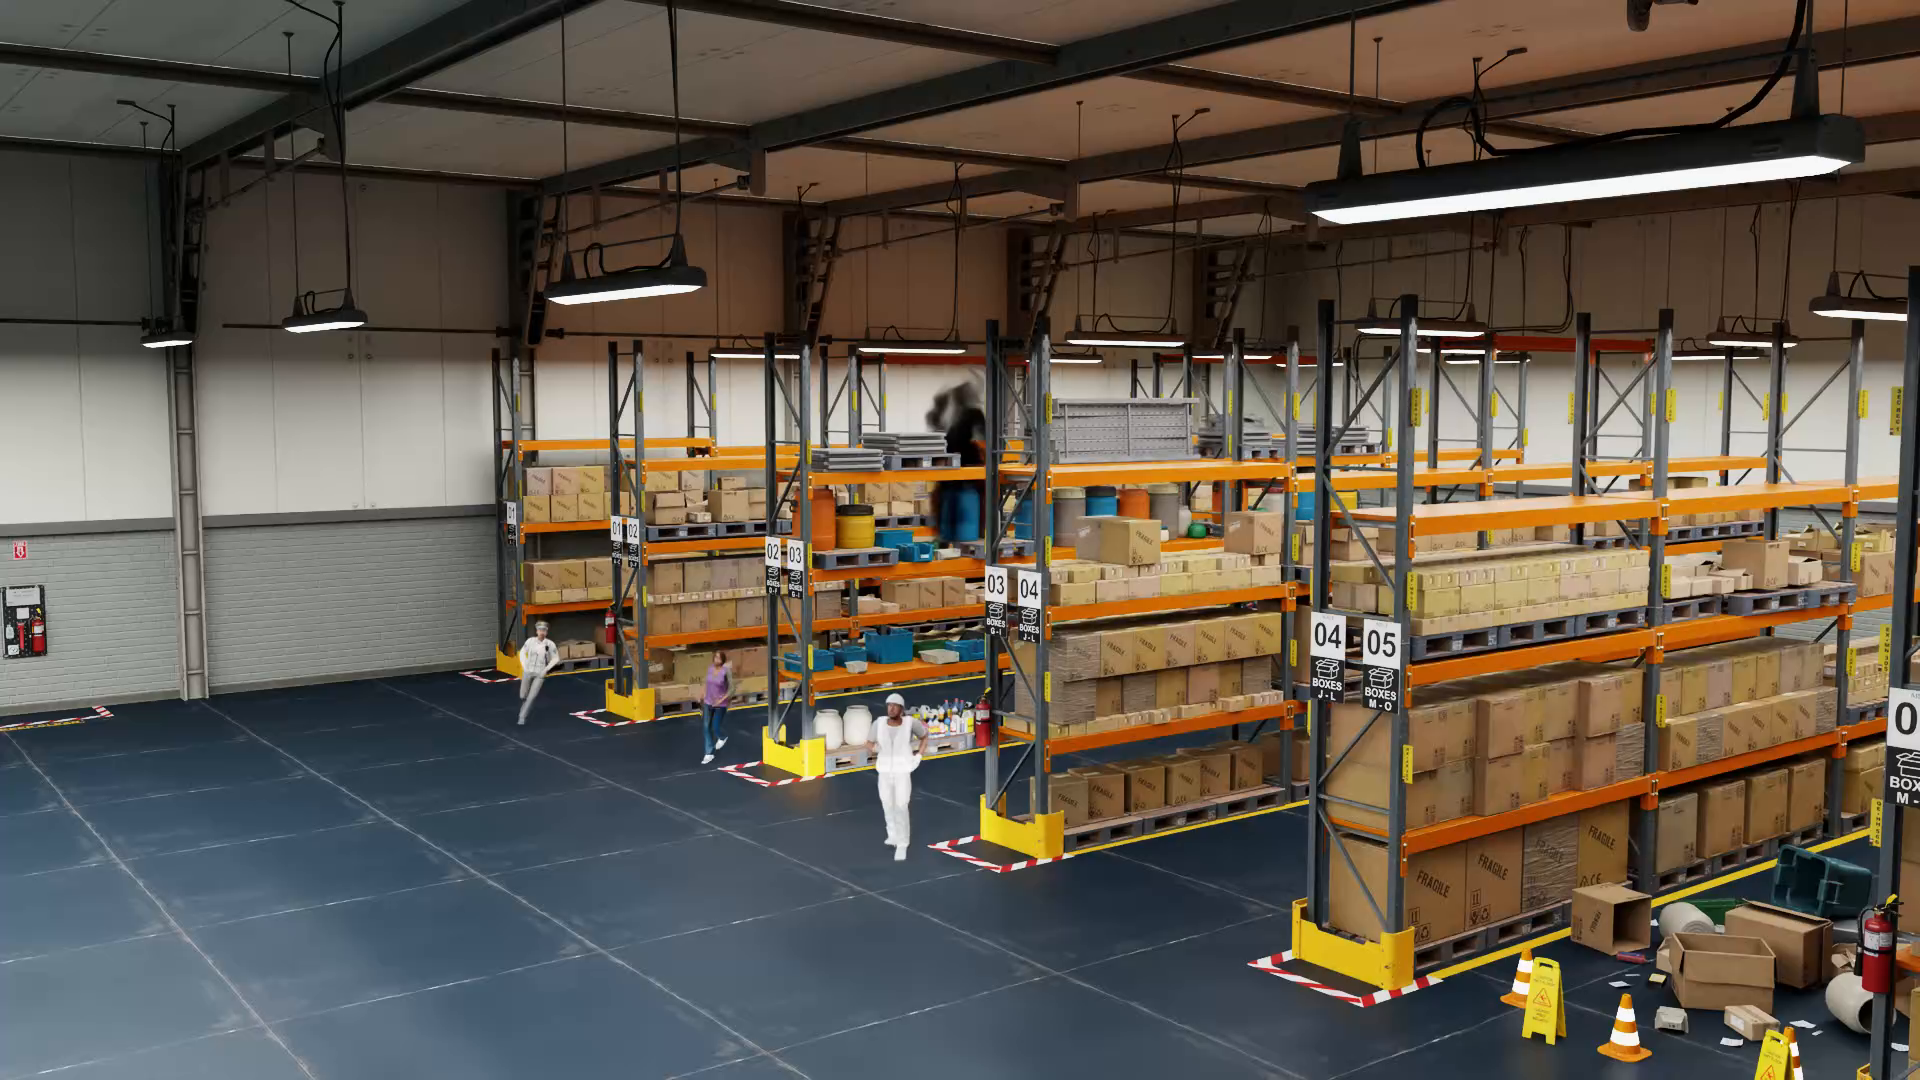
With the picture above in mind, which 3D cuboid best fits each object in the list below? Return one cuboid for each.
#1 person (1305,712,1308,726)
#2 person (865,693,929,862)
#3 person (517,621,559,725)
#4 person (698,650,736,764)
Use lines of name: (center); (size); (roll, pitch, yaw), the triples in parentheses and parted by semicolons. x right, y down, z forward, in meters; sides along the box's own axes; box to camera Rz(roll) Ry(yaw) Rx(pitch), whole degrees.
person: (5.400, 2.107, 25.724); (0.711, 1.704, 0.613); (-4, 7, -40)
person: (-0.733, 2.646, 18.674); (0.674, 1.870, 0.693); (1, 5, 14)
person: (-6.650, 2.066, 26.245); (0.661, 1.615, 0.599); (0, 5, -4)
person: (-3.403, 2.331, 23.533); (0.560, 1.585, 0.677); (1, 5, 16)
